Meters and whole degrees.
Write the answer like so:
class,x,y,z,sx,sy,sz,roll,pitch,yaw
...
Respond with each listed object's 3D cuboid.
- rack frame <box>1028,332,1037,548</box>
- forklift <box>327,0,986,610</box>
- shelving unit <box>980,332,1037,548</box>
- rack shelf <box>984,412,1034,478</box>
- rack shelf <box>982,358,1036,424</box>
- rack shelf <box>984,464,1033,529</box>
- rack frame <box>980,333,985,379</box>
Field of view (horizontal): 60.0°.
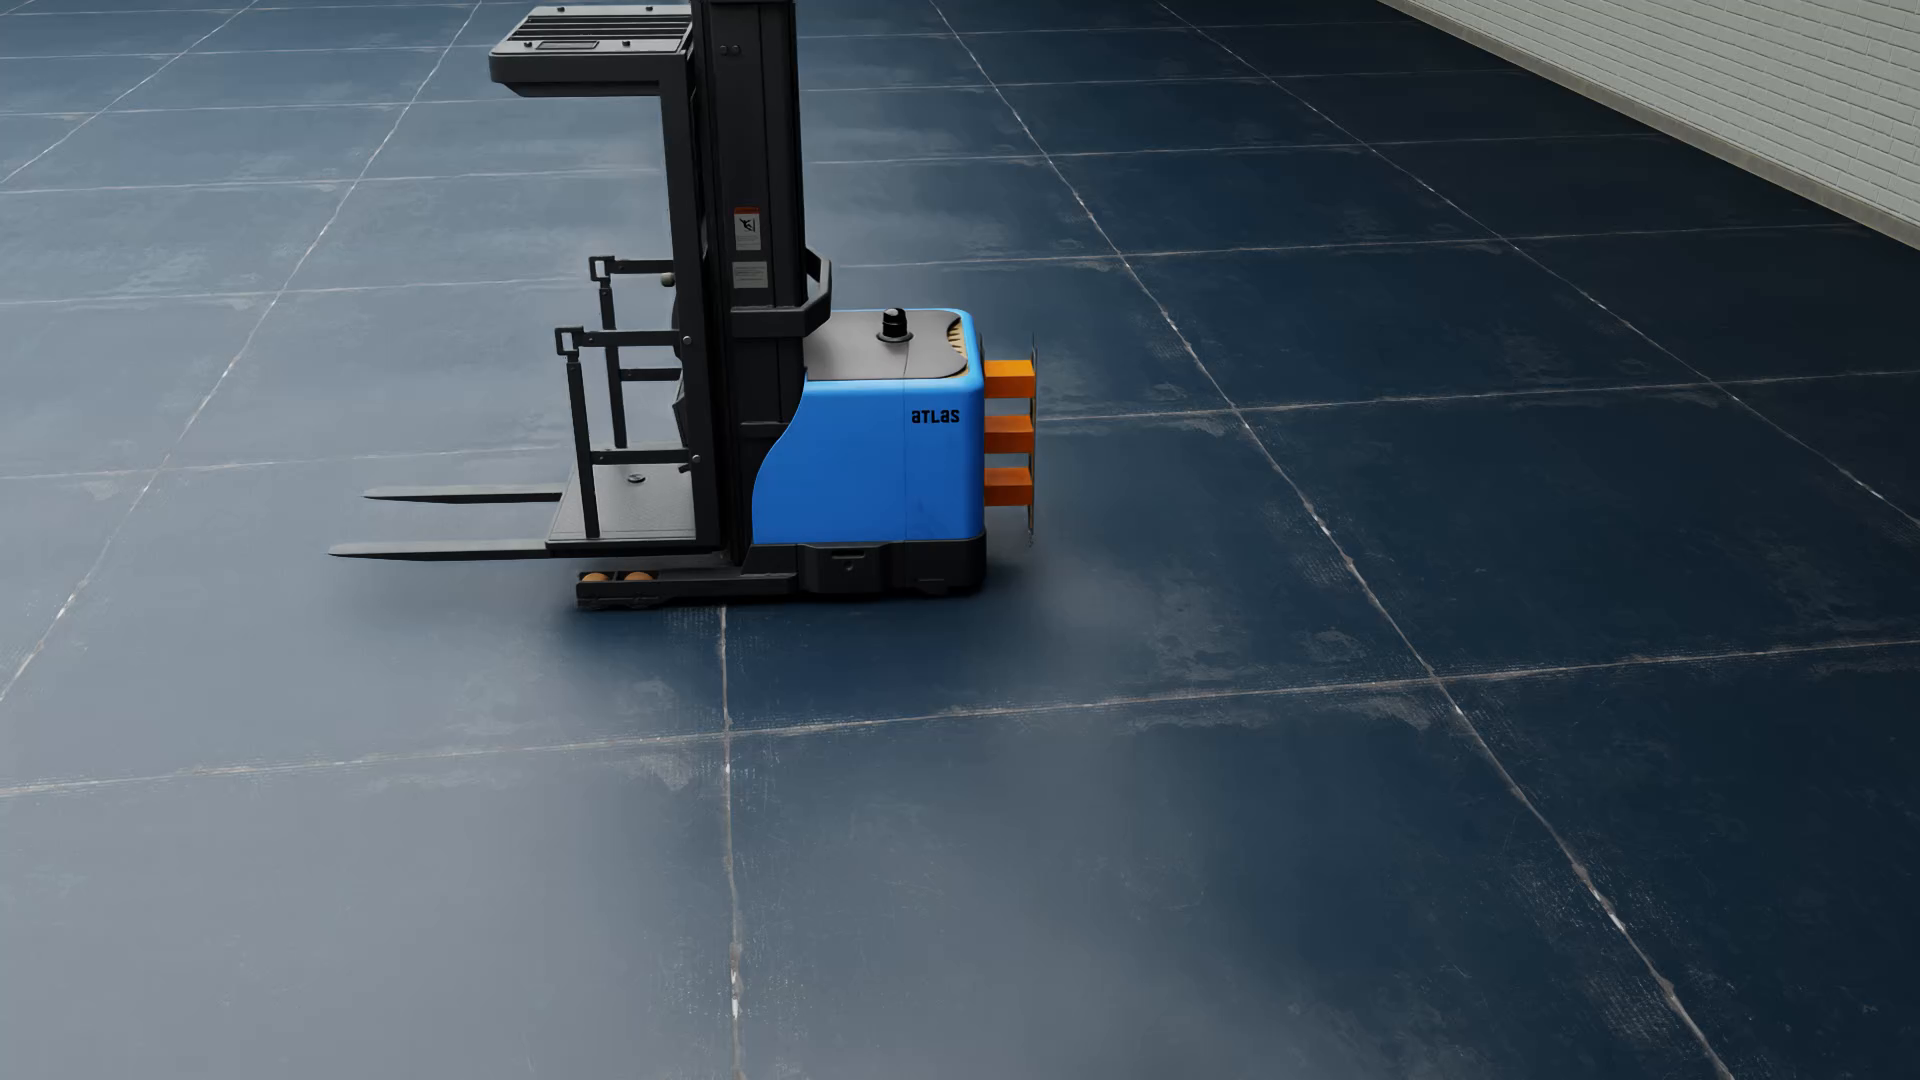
class,x,y,z,sx,sy,sz,roll,pitch,yaw
rack frame,0.349,-0.471,8.018,0.008,1.050,0.200,-1,27,-3
forklift,-1.415,-1.231,7.439,3.031,2.935,1.130,-1,27,-3
shelving unit,0.227,-0.468,8.013,0.252,1.050,0.215,-1,27,-3
rack shelf,0.227,-0.459,8.018,0.240,0.259,0.215,-1,27,-3
rack shelf,0.227,-0.711,7.888,0.240,0.259,0.215,-1,27,-3
rack shelf,0.227,-0.212,8.144,0.240,0.259,0.215,-1,27,-3
rack frame,0.105,-0.465,8.007,0.008,1.050,0.200,-1,27,-3
